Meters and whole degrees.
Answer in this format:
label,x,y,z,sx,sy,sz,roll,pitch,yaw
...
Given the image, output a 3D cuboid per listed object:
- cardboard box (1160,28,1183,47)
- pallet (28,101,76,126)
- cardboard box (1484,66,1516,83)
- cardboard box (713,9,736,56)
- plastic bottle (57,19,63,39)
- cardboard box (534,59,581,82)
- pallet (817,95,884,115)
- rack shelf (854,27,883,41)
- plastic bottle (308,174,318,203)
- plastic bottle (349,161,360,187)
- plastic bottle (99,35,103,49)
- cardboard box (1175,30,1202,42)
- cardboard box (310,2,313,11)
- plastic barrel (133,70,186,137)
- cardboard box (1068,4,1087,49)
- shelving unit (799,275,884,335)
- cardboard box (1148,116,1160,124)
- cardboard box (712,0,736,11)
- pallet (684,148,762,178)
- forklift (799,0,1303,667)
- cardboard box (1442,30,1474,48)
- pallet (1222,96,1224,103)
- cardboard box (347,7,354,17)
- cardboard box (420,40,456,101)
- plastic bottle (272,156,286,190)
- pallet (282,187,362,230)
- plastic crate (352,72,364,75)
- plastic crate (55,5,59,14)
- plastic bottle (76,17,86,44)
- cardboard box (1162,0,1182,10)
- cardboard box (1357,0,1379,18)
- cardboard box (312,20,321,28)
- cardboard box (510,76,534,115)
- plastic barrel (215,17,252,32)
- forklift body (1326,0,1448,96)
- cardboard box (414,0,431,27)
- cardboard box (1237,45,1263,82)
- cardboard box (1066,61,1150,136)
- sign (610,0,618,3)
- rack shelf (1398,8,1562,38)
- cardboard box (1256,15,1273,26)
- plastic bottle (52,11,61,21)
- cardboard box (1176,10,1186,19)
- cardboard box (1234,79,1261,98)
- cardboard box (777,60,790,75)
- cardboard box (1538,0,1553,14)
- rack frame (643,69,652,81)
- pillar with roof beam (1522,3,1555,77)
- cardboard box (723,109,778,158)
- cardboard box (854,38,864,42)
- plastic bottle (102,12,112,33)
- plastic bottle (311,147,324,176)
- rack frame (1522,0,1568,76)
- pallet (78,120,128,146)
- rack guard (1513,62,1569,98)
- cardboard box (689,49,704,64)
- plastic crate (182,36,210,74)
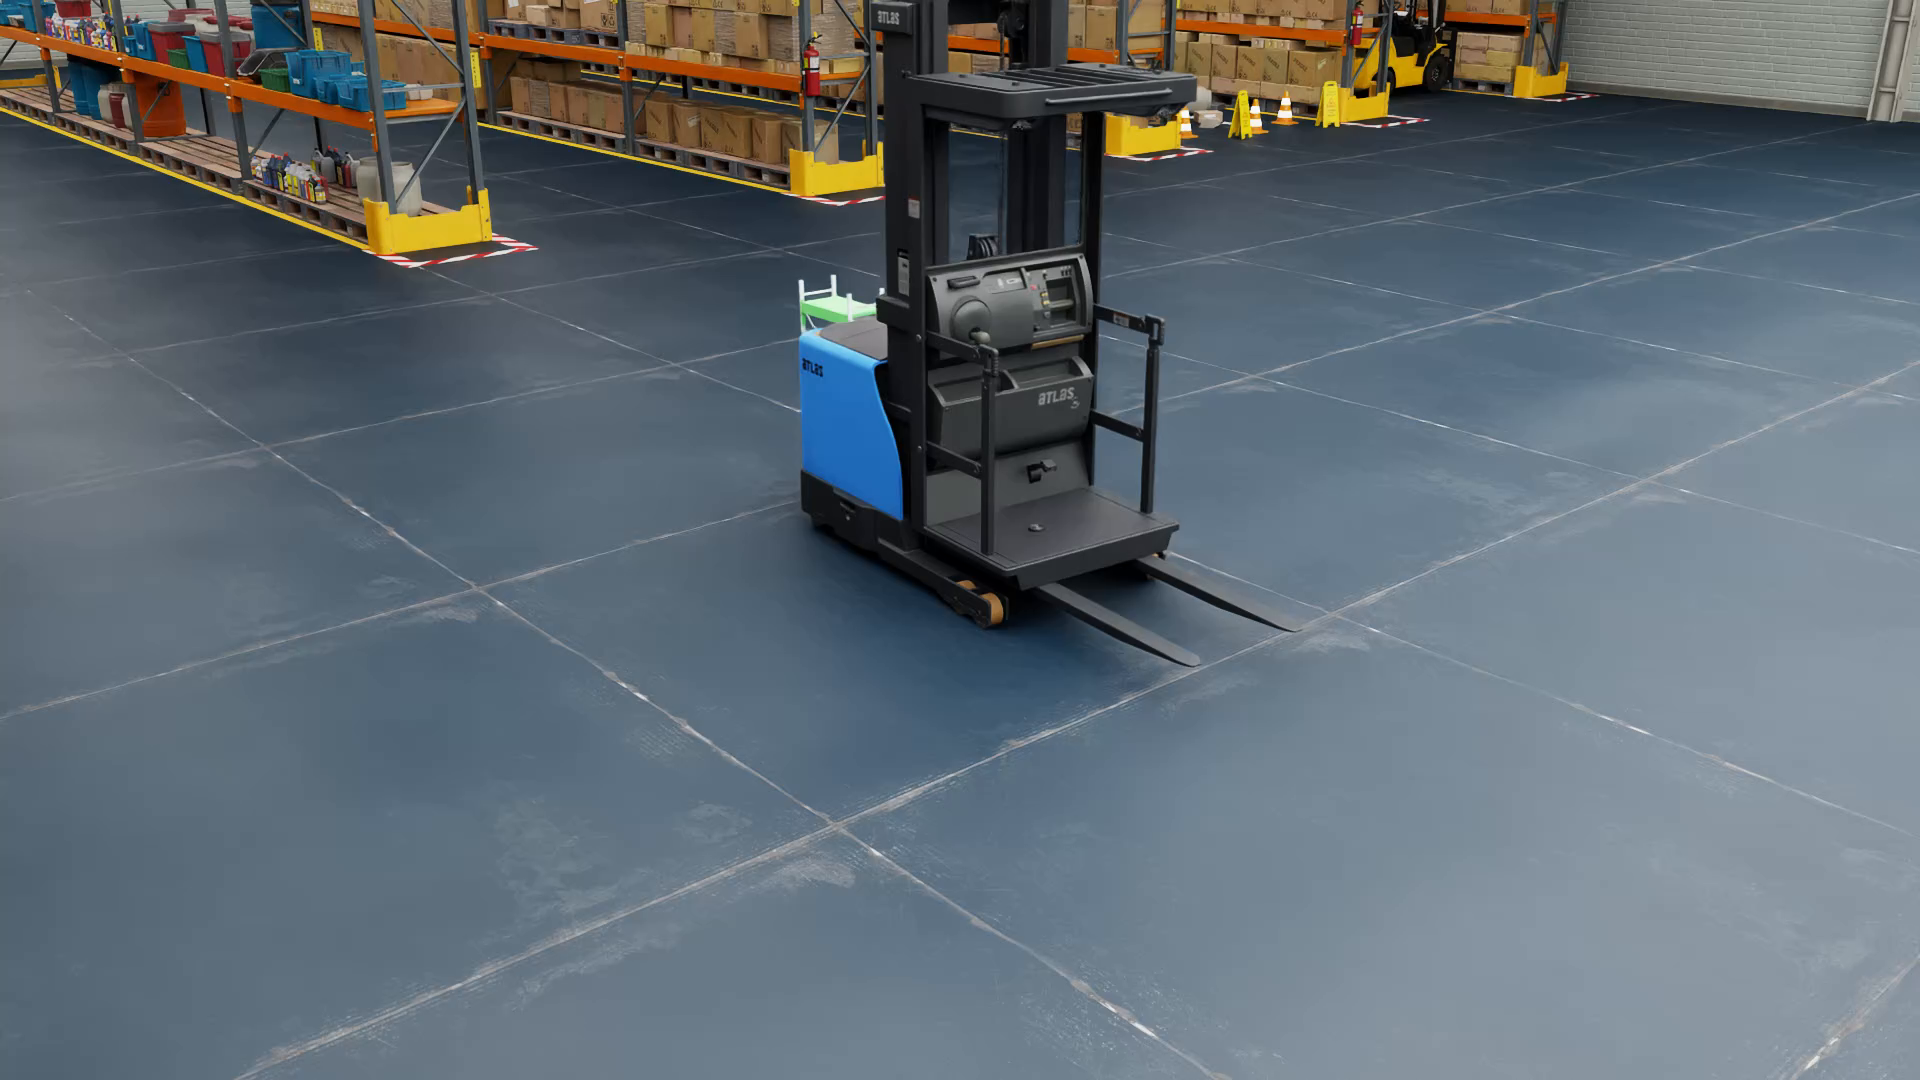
label,x,y,z,sx,sy,sz,roll,pitch,yaw
cardboard box,4.227,-10.330,34.096,0.500,0.500,0.500,-16,27,-36
pallet,-13.473,-6.512,25.322,1.003,0.211,1.213,-17,27,-37
cardboard box,9.342,-7.992,28.471,0.500,0.250,0.500,-17,27,-37
cardboard box,-2.427,-6.082,19.855,0.875,0.500,0.500,-17,27,-37
plastic bottle,-12.656,-7.199,23.427,0.097,0.271,0.097,0,21,0
cardboard box,-5.786,-6.759,23.923,0.500,0.250,0.500,-14,25,-32
pallet,-1.527,-6.973,26.497,1.003,0.211,1.213,-17,27,-37
rack shelf,-1.471,-7.956,26.171,1.077,0.370,4.000,-17,27,-37
plastic bottle,-6.751,-3.672,17.369,0.061,0.283,0.133,-17,27,-36
plastic bottle,-6.663,-4.046,18.332,0.152,0.276,0.135,-17,27,-36
plastic bottle,-11.342,-6.610,22.020,0.097,0.201,0.097,0,21,0
cardboard box,3.735,-8.235,27.173,0.380,0.149,0.250,-17,27,-37
cardboard box,-11.168,-9.324,29.021,0.380,0.149,0.250,-18,28,-38
plastic barrel,-10.684,-5.828,22.150,0.600,0.830,0.708,-17,27,-37
cardboard box,1.794,-6.942,22.389,0.875,0.550,0.550,-17,27,-37
shelving unit,-0.662,-0.876,9.559,0.258,1.200,0.503,-16,25,-35
cardboard box,3.065,-6.560,25.042,0.637,0.503,0.797,3,22,9
cardboard box,-2.579,-6.500,19.550,0.500,0.500,0.500,-17,27,-37
pallet,-2.723,-4.773,20.881,1.003,0.211,1.213,-17,27,-37
forklift,0.379,-1.145,7.889,1.130,2.935,3.031,-14,26,-32
cardboard box,8.676,-8.733,28.991,0.500,0.250,0.500,-17,27,-37
pallet,3.984,-7.469,27.765,1.003,0.211,1.213,-17,27,-37
cardboard box,-9.994,-8.827,27.753,0.380,0.149,0.250,-18,28,-38
cardboard box,-7.611,-7.341,25.951,1.225,0.875,0.875,-17,27,-37
plastic bottle,-7.405,-4.004,18.123,0.144,0.351,0.185,-19,28,-40
pallet,-6.534,-3.575,17.823,1.003,0.211,1.213,-17,27,-37
plastic crate,-6.489,-4.895,17.731,0.530,0.136,0.437,-17,27,-37
plastic crate,-13.820,-8.055,25.518,0.437,0.282,0.530,-17,27,-37
plastic bottle,-11.966,-6.957,22.700,0.144,0.351,0.185,-17,27,-37
cardboard box,3.595,-8.942,27.156,0.500,0.500,0.500,-18,27,-38
cardboard box,6.031,-8.222,25.317,0.500,0.500,0.500,-18,28,-38
cardboard box,-11.344,-8.950,30.058,0.875,0.875,0.875,-17,27,-37
cardboard box,-6.147,-6.551,24.422,0.700,0.500,0.500,-19,28,-40
plastic barrel,-8.678,-5.989,19.976,0.433,0.535,0.433,0,21,0
forklift body,7.268,-8.717,28.290,2.313,2.155,1.214,-17,27,-37
cardboard box,-8.104,-8.237,25.765,0.500,0.500,0.500,-17,27,-36
cardboard box,4.742,-7.548,26.308,0.500,0.500,0.500,-18,28,-39
cardboard box,1.953,-6.011,22.556,0.875,0.875,0.875,-17,27,-37
sign,-4.407,-6.992,21.134,0.100,0.325,0.005,-17,27,-37
rack shelf,8.582,-9.240,29.448,1.077,0.370,4.000,-17,27,-37
cardboard box,4.836,-8.112,25.926,0.380,0.149,0.250,-18,28,-38
plastic bottle,-12.953,-7.408,23.853,0.144,0.351,0.185,-17,27,-37
cardboard box,3.685,-8.607,27.190,0.380,0.149,0.250,-16,27,-36
cardboard box,4.720,-7.202,26.454,0.500,0.250,0.500,-19,28,-39
cardboard box,-1.883,-5.462,19.162,0.380,0.149,0.250,-17,27,-37
cardboard box,9.775,-9.272,28.406,0.500,0.500,0.500,-16,27,-36
rack frame,-5.387,-9.949,30.272,1.000,3.000,0.127,-17,27,-37
pillar with roof beam,6.855,-11.198,25.235,9.100,9.000,0.400,-17,27,-37
cardboard box,-2.583,-5.023,20.548,0.500,0.500,0.500,-14,26,-33
cardboard box,-2.032,-10.357,34.250,0.875,0.438,0.875,-18,28,-38
plastic bottle,-12.104,-7.332,23.660,0.144,0.351,0.185,-17,27,-37
plastic bottle,-7.212,-4.234,18.711,0.144,0.351,0.185,-17,27,-37
rack frame,9.888,-9.022,27.906,1.000,3.000,0.127,-17,27,-37
pallet,-11.691,-5.758,23.396,1.003,0.211,1.213,-17,27,-37
rack guard,9.903,-7.852,28.345,1.175,0.500,0.348,-17,27,-37
cardboard box,-3.087,-5.926,20.347,0.380,0.149,0.250,-17,27,-37
plastic crate,-8.697,-5.630,19.267,0.392,0.384,0.575,-17,27,-37
